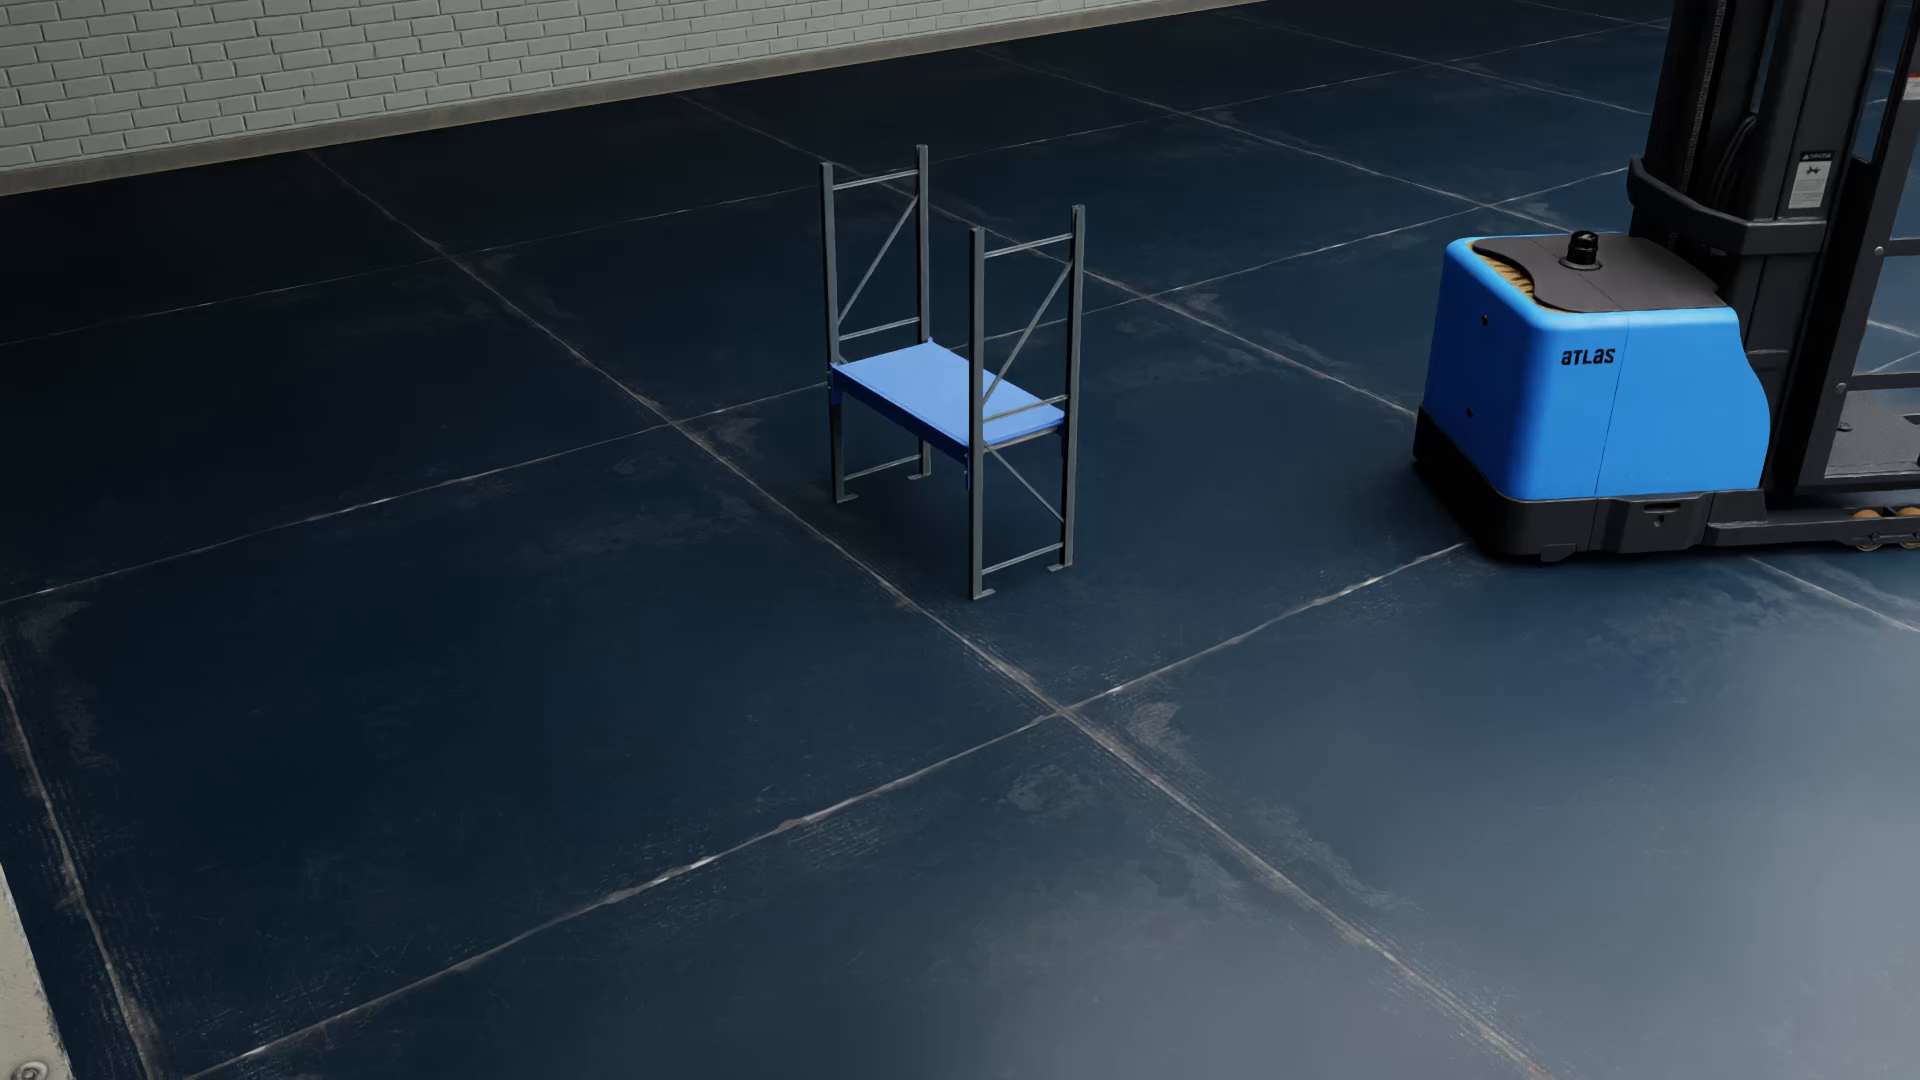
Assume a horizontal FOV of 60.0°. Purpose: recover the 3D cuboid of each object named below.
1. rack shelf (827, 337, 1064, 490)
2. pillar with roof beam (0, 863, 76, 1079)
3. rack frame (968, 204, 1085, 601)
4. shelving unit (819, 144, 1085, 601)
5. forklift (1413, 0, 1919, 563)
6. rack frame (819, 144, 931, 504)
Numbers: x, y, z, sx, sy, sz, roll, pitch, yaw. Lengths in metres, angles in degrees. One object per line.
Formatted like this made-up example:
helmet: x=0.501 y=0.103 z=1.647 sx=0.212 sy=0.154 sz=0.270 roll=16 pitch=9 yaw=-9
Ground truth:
rack shelf: x=-0.049 y=-0.534 z=6.756 sx=0.538 sy=0.185 sz=1.000 roll=-19 pitch=34 yaw=-31
pillar with roof beam: x=1.161 y=-3.622 z=4.207 sx=9.100 sy=9.000 sz=0.400 roll=-19 pitch=34 yaw=-31
rack frame: x=0.245 y=-0.495 z=6.306 sx=0.500 sy=1.500 sz=0.032 roll=-19 pitch=34 yaw=-31
shelving unit: x=-0.049 y=-0.692 z=6.670 sx=0.538 sy=1.500 sz=1.048 roll=-19 pitch=34 yaw=-31
forklift: x=3.605 y=-1.491 z=6.641 sx=3.031 sy=2.935 sz=1.130 roll=-3 pitch=29 yaw=-6
rack frame: x=-0.344 y=-0.890 z=7.034 sx=0.500 sy=1.500 sz=0.032 roll=-19 pitch=34 yaw=-31
